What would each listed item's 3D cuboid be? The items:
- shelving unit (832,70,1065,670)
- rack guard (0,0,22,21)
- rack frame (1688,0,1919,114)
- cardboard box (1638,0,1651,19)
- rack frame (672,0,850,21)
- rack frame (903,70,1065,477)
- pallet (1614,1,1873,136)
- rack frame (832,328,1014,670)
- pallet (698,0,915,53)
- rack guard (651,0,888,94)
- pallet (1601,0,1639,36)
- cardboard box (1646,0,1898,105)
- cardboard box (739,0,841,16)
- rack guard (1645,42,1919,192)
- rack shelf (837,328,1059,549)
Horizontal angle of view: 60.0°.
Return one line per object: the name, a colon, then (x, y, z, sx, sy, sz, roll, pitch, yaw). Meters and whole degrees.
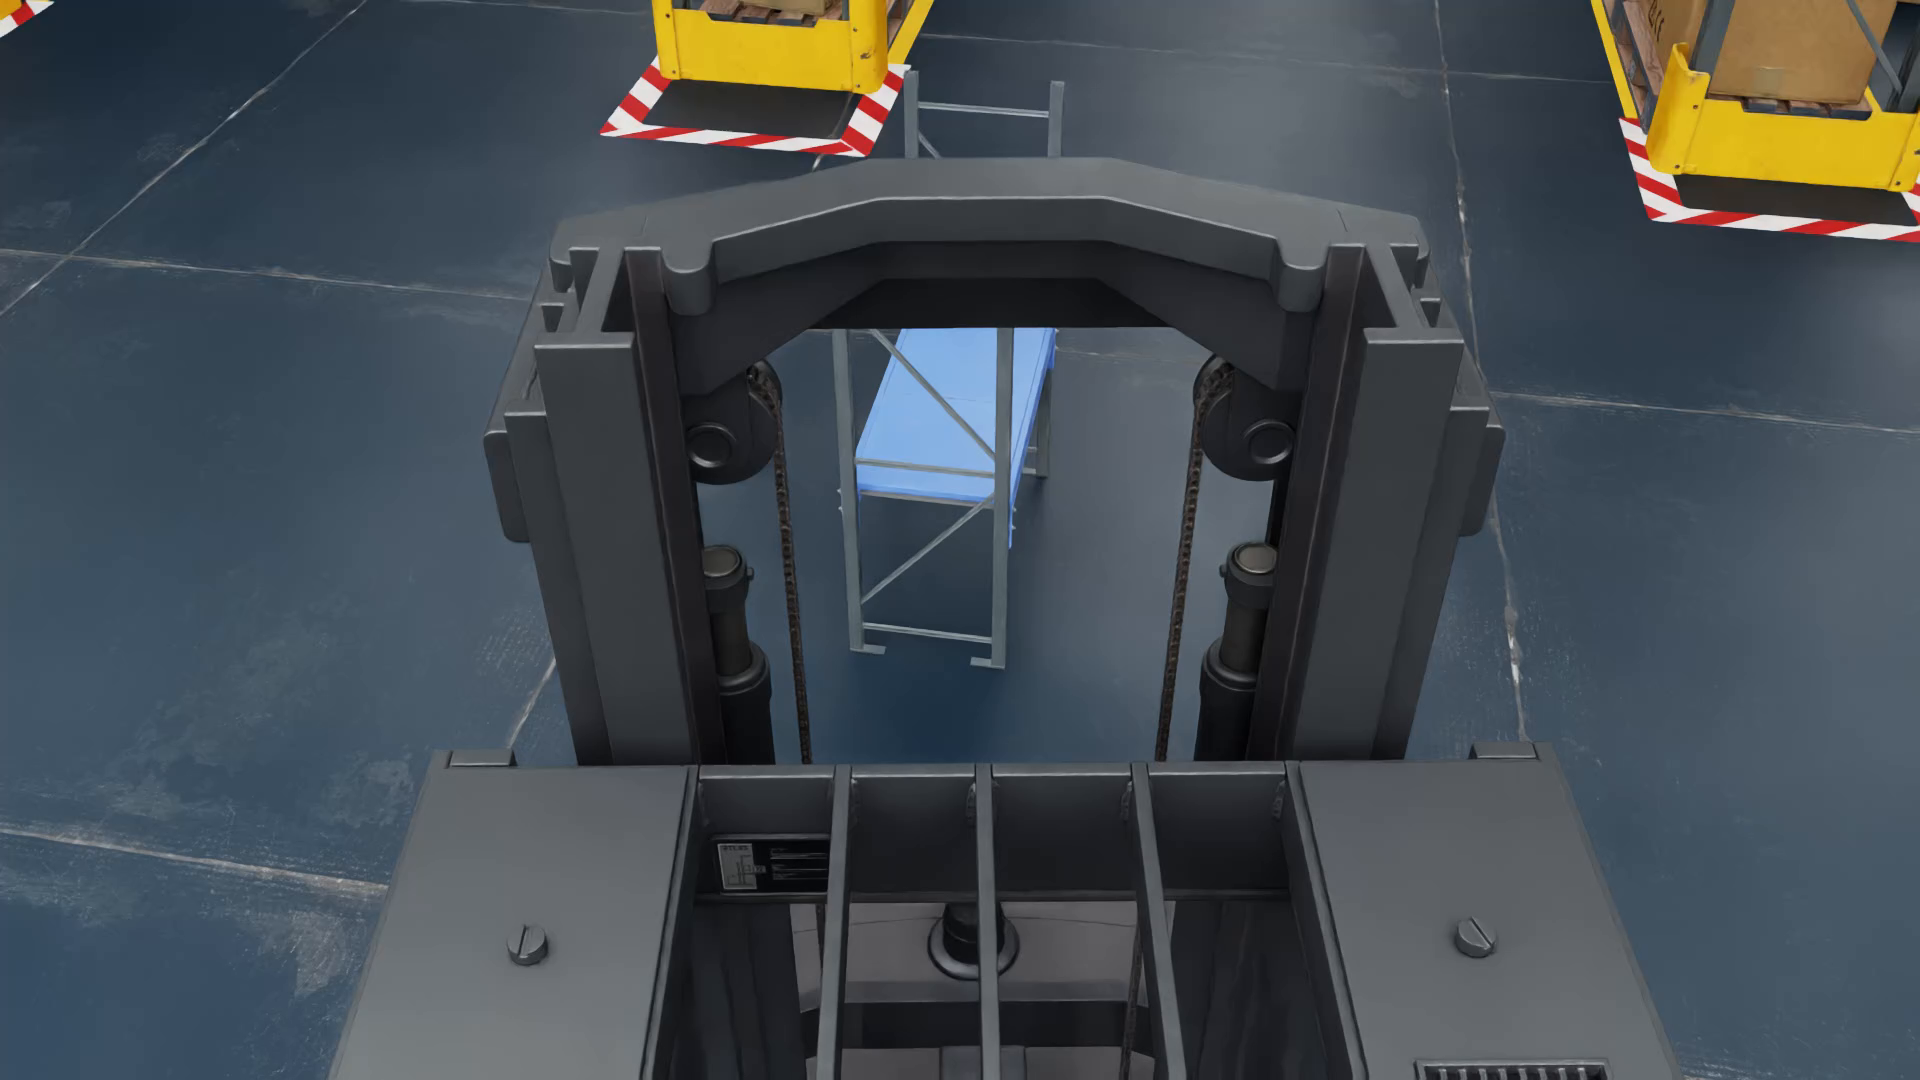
shelving unit: (-0.015, -0.524, 5.207, 0.538, 1.500, 1.048, 6, 40, 8)
rack guard: (-5.897, -3.195, 9.222, 1.175, 0.500, 0.348, 6, 40, 8)
rack frame: (3.882, -2.949, 6.962, 1.000, 3.000, 0.127, 6, 40, 8)
cardboard box: (4.085, -3.277, 8.697, 0.875, 0.875, 0.875, 6, 40, 7)
rack frame: (-0.985, -3.559, 7.701, 1.000, 3.000, 0.127, 6, 40, 8)
rack frame: (0.073, -0.844, 5.593, 0.500, 1.500, 0.032, 6, 40, 8)
pallet: (3.944, -2.384, 8.468, 1.003, 0.211, 1.213, 6, 40, 8)
rack frame: (-0.103, -0.205, 4.821, 0.500, 1.500, 0.032, 6, 40, 8)
pallet: (-0.797, -3.038, 9.259, 1.003, 0.211, 1.213, 6, 40, 8)
rack guard: (-0.972, -2.643, 8.555, 1.175, 0.500, 0.348, 6, 40, 8)
pallet: (4.157, -3.148, 9.392, 1.003, 0.211, 1.213, 6, 40, 8)
cardboard box: (3.934, -2.725, 8.029, 0.875, 0.875, 0.875, 7, 40, 8)
cardboard box: (-0.861, -3.148, 8.835, 0.500, 0.500, 0.500, 14, 41, 16)
rack guard: (3.878, -1.970, 7.741, 1.175, 0.500, 0.348, 6, 40, 8)
rack shelf: (-0.015, -0.386, 5.322, 0.538, 0.185, 1.000, 6, 40, 8)
